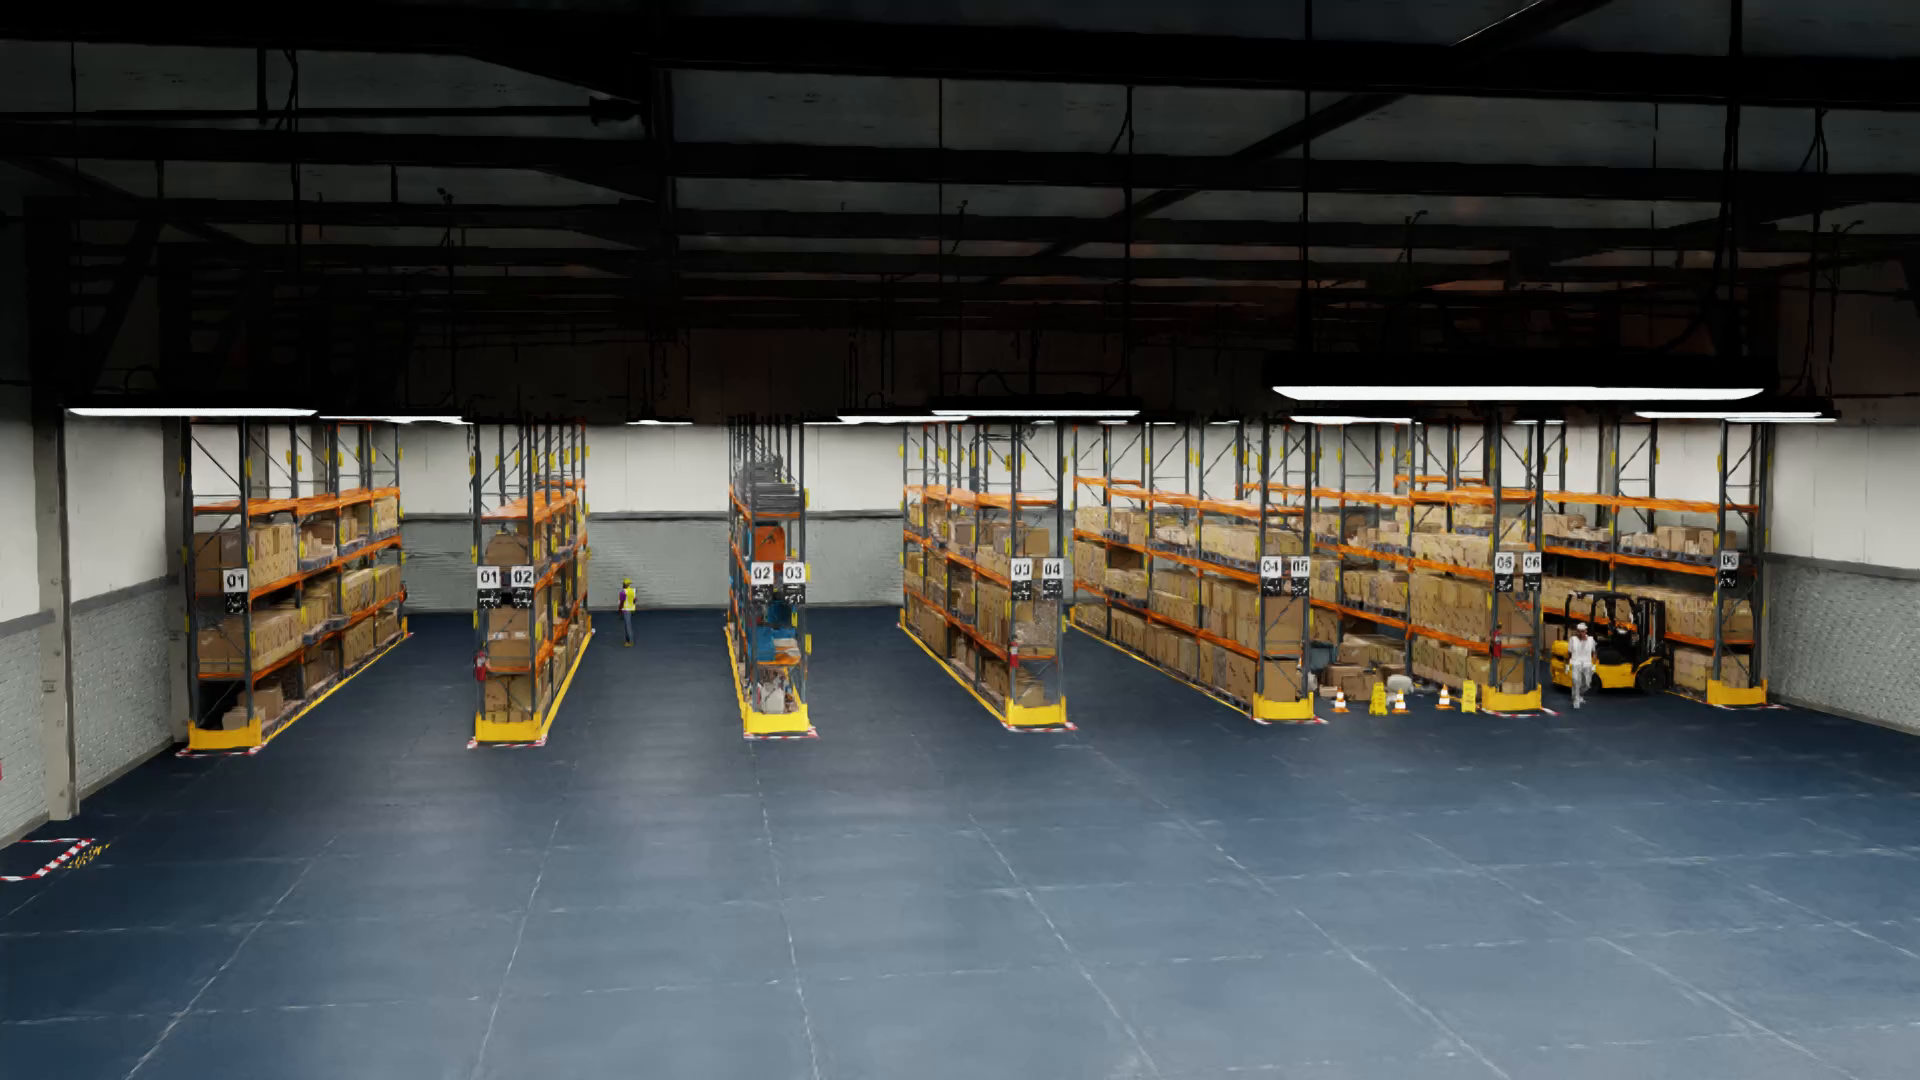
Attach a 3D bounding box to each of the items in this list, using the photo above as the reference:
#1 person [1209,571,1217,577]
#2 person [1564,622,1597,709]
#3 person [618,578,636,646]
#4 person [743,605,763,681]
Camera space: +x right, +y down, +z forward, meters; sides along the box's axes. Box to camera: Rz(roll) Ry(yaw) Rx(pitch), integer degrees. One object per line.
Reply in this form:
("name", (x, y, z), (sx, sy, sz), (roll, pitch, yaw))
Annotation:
("person", (7.014, 1.736, 45.759), (0.467, 1.755, 0.577), (-3, 5, -34))
("person", (12.645, 2.543, 33.889), (0.610, 1.763, 0.894), (0, 4, 7))
("person", (-8.740, 1.864, 43.577), (0.580, 1.763, 0.673), (2, 4, 22))
("person", (-4.503, 2.220, 36.054), (0.480, 1.653, 0.642), (0, 4, 2))
